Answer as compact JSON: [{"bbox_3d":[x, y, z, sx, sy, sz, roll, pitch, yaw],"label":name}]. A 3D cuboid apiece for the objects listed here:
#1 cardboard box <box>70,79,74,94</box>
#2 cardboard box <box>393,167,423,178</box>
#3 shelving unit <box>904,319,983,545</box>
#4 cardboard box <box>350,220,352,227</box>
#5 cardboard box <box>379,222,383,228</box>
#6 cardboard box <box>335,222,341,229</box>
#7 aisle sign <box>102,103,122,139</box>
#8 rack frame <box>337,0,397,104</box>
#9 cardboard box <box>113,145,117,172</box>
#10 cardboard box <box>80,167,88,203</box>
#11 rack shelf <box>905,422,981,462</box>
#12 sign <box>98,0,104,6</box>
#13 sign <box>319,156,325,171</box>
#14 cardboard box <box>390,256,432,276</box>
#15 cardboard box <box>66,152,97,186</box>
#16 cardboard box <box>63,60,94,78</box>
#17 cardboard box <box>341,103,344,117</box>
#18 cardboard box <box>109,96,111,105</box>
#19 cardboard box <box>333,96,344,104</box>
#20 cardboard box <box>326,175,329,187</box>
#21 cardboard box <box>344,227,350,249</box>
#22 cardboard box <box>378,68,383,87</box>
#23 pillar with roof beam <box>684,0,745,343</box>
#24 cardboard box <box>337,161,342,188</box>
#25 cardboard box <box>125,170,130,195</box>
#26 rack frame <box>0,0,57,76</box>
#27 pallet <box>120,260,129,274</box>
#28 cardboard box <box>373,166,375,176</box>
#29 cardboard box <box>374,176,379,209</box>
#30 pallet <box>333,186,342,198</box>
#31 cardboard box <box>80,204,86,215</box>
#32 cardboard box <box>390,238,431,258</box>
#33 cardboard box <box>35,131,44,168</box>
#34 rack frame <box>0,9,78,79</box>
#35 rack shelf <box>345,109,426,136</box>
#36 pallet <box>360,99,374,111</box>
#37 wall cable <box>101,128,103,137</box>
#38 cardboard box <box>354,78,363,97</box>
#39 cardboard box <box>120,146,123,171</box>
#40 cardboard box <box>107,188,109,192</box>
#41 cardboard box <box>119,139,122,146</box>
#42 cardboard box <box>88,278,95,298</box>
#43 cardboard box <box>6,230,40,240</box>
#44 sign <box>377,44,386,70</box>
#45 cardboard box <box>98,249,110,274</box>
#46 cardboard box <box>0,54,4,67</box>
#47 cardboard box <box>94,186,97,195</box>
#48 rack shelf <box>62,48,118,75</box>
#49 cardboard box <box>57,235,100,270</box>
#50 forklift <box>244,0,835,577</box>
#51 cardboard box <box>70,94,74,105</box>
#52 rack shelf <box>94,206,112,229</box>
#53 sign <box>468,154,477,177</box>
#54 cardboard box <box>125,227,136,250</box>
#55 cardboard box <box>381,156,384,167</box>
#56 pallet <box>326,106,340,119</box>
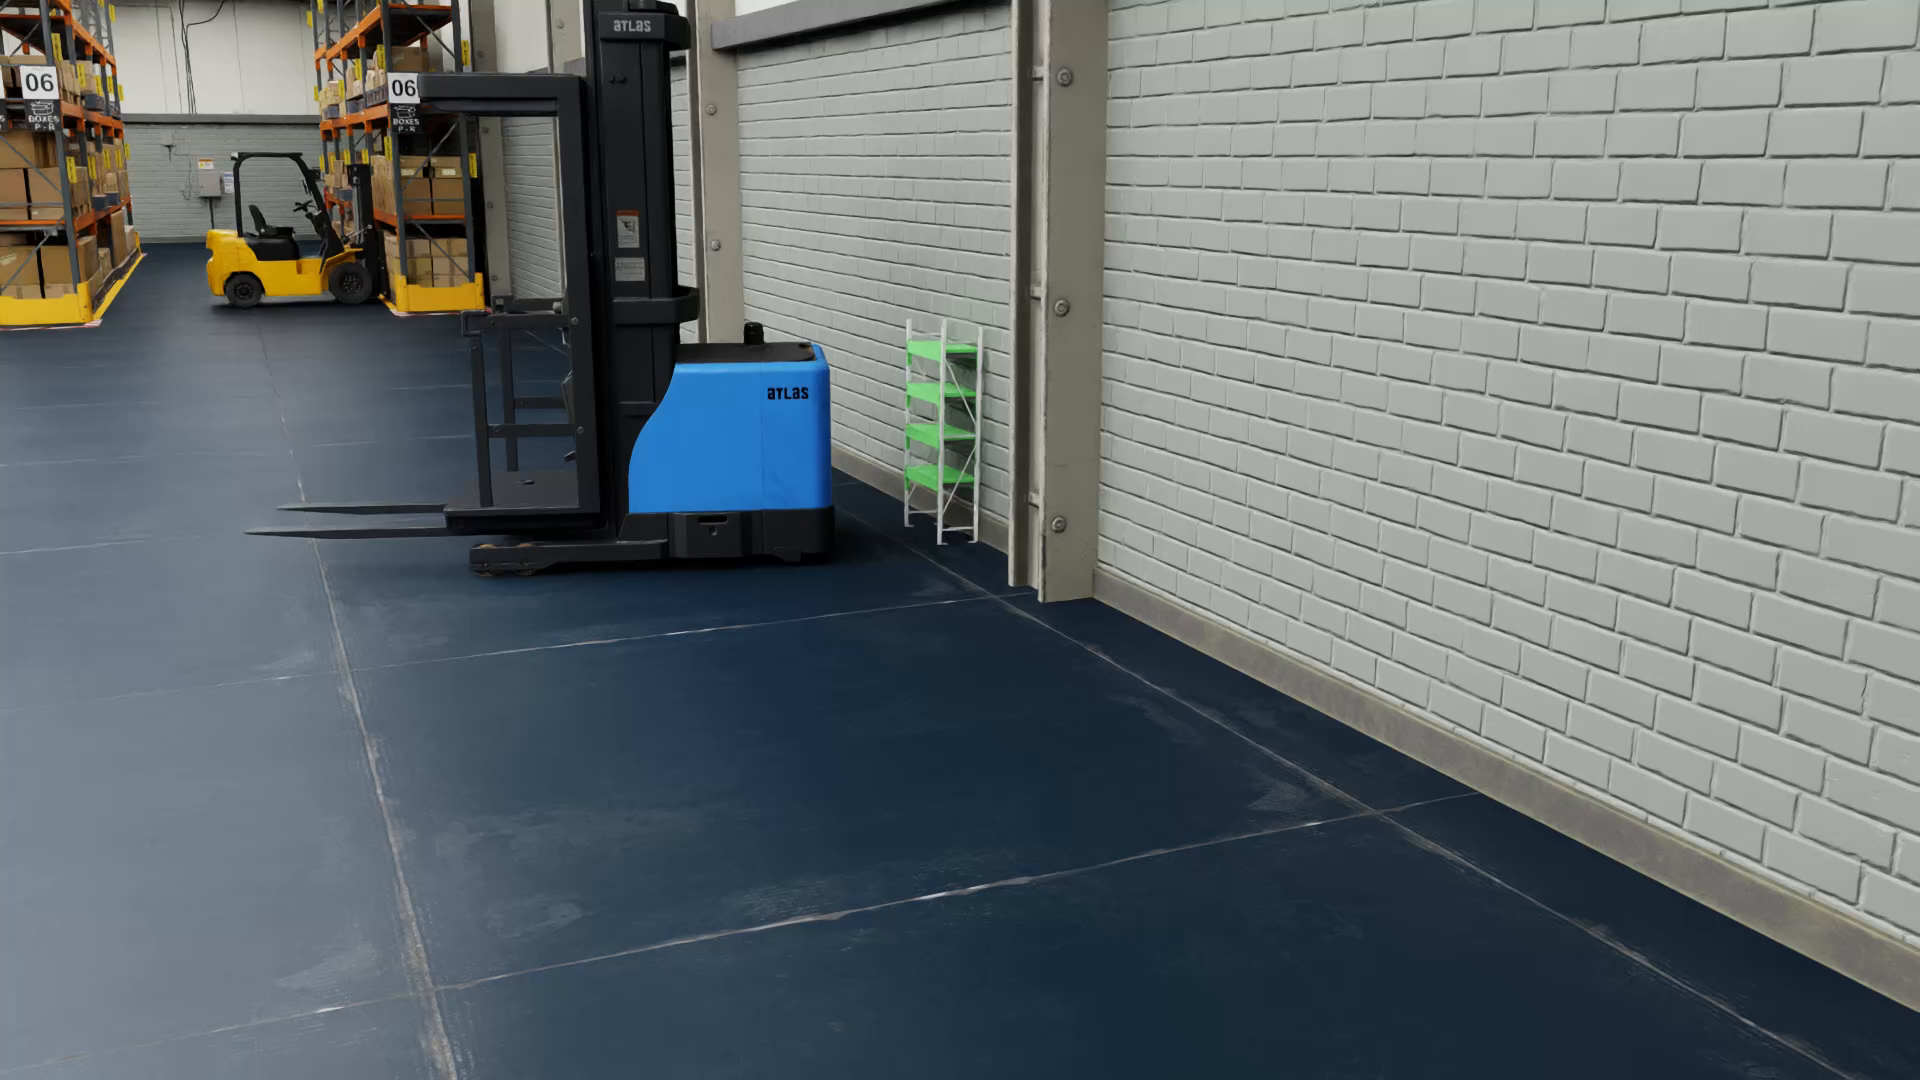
[{"bbox_3d":[-12.627,-6.338,23.122,0.500,0.250,0.500,-6,14,-24],"label":"cardboard box"},{"bbox_3d":[-7.691,-5.116,23.163,0.380,0.149,0.250,-5,14,-22],"label":"cardboard box"},{"bbox_3d":[-0.100,-0.618,9.366,0.258,1.200,0.503,-4,14,-24],"label":"shelving unit"},{"bbox_3d":[-11.908,-6.287,33.055,0.380,0.149,0.250,-6,15,-26],"label":"cardboard box"},{"bbox_3d":[-10.991,-6.059,32.070,0.380,0.149,0.250,-6,14,-23],"label":"cardboard box"},{"bbox_3d":[-13.120,-6.564,35.692,0.500,0.500,0.500,-5,14,-22],"label":"cardboard box"},{"bbox_3d":[-17.996,-8.871,35.281,0.394,0.787,0.004,-6,14,-23],"label":"aisle sign"},{"bbox_3d":[-10.500,-9.281,29.512,1.000,3.000,0.127,-6,14,-23],"label":"rack frame"},{"bbox_3d":[-16.240,-7.201,31.394,0.500,0.500,0.500,-5,14,-21],"label":"cardboard box"},{"bbox_3d":[-12.614,-4.994,23.415,0.500,0.500,0.500,-5,14,-21],"label":"cardboard box"},{"bbox_3d":[-0.102,-0.556,9.380,0.258,0.148,0.480,-4,14,-24],"label":"rack shelf"},{"bbox_3d":[-16.157,-10.203,31.250,0.100,0.325,0.005,-6,14,-23],"label":"sign"},{"bbox_3d":[-14.202,-8.383,37.020,0.100,0.325,0.005,-6,14,-23],"label":"sign"},{"bbox_3d":[-7.777,-3.886,23.566,0.500,0.250,0.500,-6,14,-24],"label":"cardboard box"},{"bbox_3d":[-13.370,-5.603,25.115,0.500,0.500,0.500,-5,14,-22],"label":"cardboard box"},{"bbox_3d":[-13.520,-7.178,25.371,0.500,0.250,0.500,-6,14,-24],"label":"cardboard box"},{"bbox_3d":[-11.131,-7.934,30.679,0.500,0.250,0.500,-6,14,-23],"label":"cardboard box"},{"bbox_3d":[-17.989,-9.118,34.643,0.500,0.250,0.500,-7,15,-28],"label":"cardboard box"},{"bbox_3d":[-11.708,-8.364,31.606,0.380,0.149,0.250,-5,14,-22],"label":"cardboard box"},{"bbox_3d":[-13.568,-7.860,36.353,0.500,0.250,0.500,-5,14,-22],"label":"cardboard box"},{"bbox_3d":[-12.115,-6.051,33.474,0.500,0.500,0.500,-5,14,-21],"label":"cardboard box"},{"bbox_3d":[-8.008,-6.550,23.513,0.396,0.266,0.258,-6,14,-23],"label":"cardboard box"},{"bbox_3d":[-5.887,-4.985,10.952,9.100,9.000,0.400,-6,14,-23],"label":"pillar with roof beam"},{"bbox_3d":[-11.592,-7.048,32.018,0.700,0.500,0.500,-6,14,-23],"label":"cardboard box"},{"bbox_3d":[-17.816,-7.535,35.051,0.500,0.500,0.500,-6,14,-23],"label":"cardboard box"},{"bbox_3d":[-11.842,-7.179,20.430,1.000,3.000,0.127,-6,14,-23],"label":"rack frame"},{"bbox_3d":[-15.779,-4.972,30.383,1.003,0.211,1.213,-6,14,-23],"label":"pallet"},{"bbox_3d":[-9.011,-5.807,26.146,0.380,0.149,0.250,-6,14,-24],"label":"cardboard box"},{"bbox_3d":[-8.736,-5.359,25.650,0.500,0.500,0.500,-5,14,-22],"label":"cardboard box"},{"bbox_3d":[-11.883,-6.916,33.025,1.003,0.211,1.213,-6,14,-23],"label":"pallet"},{"bbox_3d":[-12.415,-4.606,23.176,0.380,0.149,0.250,-5,14,-22],"label":"cardboard box"},{"bbox_3d":[-7.766,-4.124,23.486,0.500,0.250,0.500,-5,14,-21],"label":"cardboard box"},{"bbox_3d":[-12.443,-5.128,21.774,0.700,0.500,0.500,-5,14,-22],"label":"cardboard box"},{"bbox_3d":[-13.445,-8.005,24.001,1.000,3.000,0.127,-6,14,-23],"label":"rack frame"},{"bbox_3d":[-9.699,-7.056,28.146,1.077,0.370,4.000,-6,14,-23],"label":"rack shelf"},{"bbox_3d":[-9.263,-7.081,27.083,0.805,0.209,1.217,-6,14,-25],"label":"pallet"},{"bbox_3d":[-20.532,-9.235,40.295,0.585,1.953,0.123,-6,14,-23],"label":"wall cable"},{"bbox_3d":[-9.719,-7.489,27.467,0.500,0.311,0.500,-6,14,-25],"label":"cardboard box"},{"bbox_3d":[-17.209,-7.708,33.580,0.500,0.500,0.500,-6,14,-23],"label":"cardboard box"},{"bbox_3d":[-15.013,-5.960,28.800,0.500,0.250,0.500,-6,14,-24],"label":"cardboard box"},{"bbox_3d":[-17.620,-8.261,34.535,0.380,0.149,0.250,-6,14,-24],"label":"cardboard box"},{"bbox_3d":[-12.110,-3.419,22.656,0.500,0.250,0.500,-5,14,-21],"label":"cardboard box"},{"bbox_3d":[-13.143,-4.290,23.318,0.380,0.149,0.250,-5,14,-20],"label":"cardboard box"},{"bbox_3d":[-7.799,-6.513,22.418,0.100,0.325,0.005,-6,14,-23],"label":"sign"},{"bbox_3d":[-14.527,-4.564,27.333,0.950,0.372,0.625,-6,14,-24],"label":"cardboard box"},{"bbox_3d":[-12.248,-6.027,20.893,0.380,0.149,0.250,-5,14,-22],"label":"cardboard box"},{"bbox_3d":[-13.469,-5.360,25.501,0.380,0.149,0.250,-5,14,-22],"label":"cardboard box"},{"bbox_3d":[-17.450,-9.526,33.054,1.077,0.370,4.000,-6,14,-23],"label":"rack shelf"},{"bbox_3d":[-12.962,-4.215,24.432,0.500,0.500,0.500,-6,14,-24],"label":"cardboard box"},{"bbox_3d":[-2.221,-1.365,8.769,3.031,2.935,1.130,-2,13,-7],"label":"forklift"},{"bbox_3d":[-12.640,-6.170,23.280,0.380,0.149,0.250,-5,14,-21],"label":"cardboard box"},{"bbox_3d":[-14.246,-5.145,26.544,1.077,0.370,4.000,-6,14,-23],"label":"rack shelf"},{"bbox_3d":[-6.785,-5.214,23.152,0.100,0.325,0.005,-6,14,-23],"label":"sign"},{"bbox_3d":[-17.521,-6.202,34.267,0.875,0.438,0.875,-5,14,-21],"label":"cardboard box"},{"bbox_3d":[-8.236,-5.524,24.267,0.380,0.149,0.250,-5,14,-22],"label":"cardboard box"},{"bbox_3d":[-11.488,-8.199,31.908,1.213,0.211,1.003,-6,14,-23],"label":"pallet"}]
